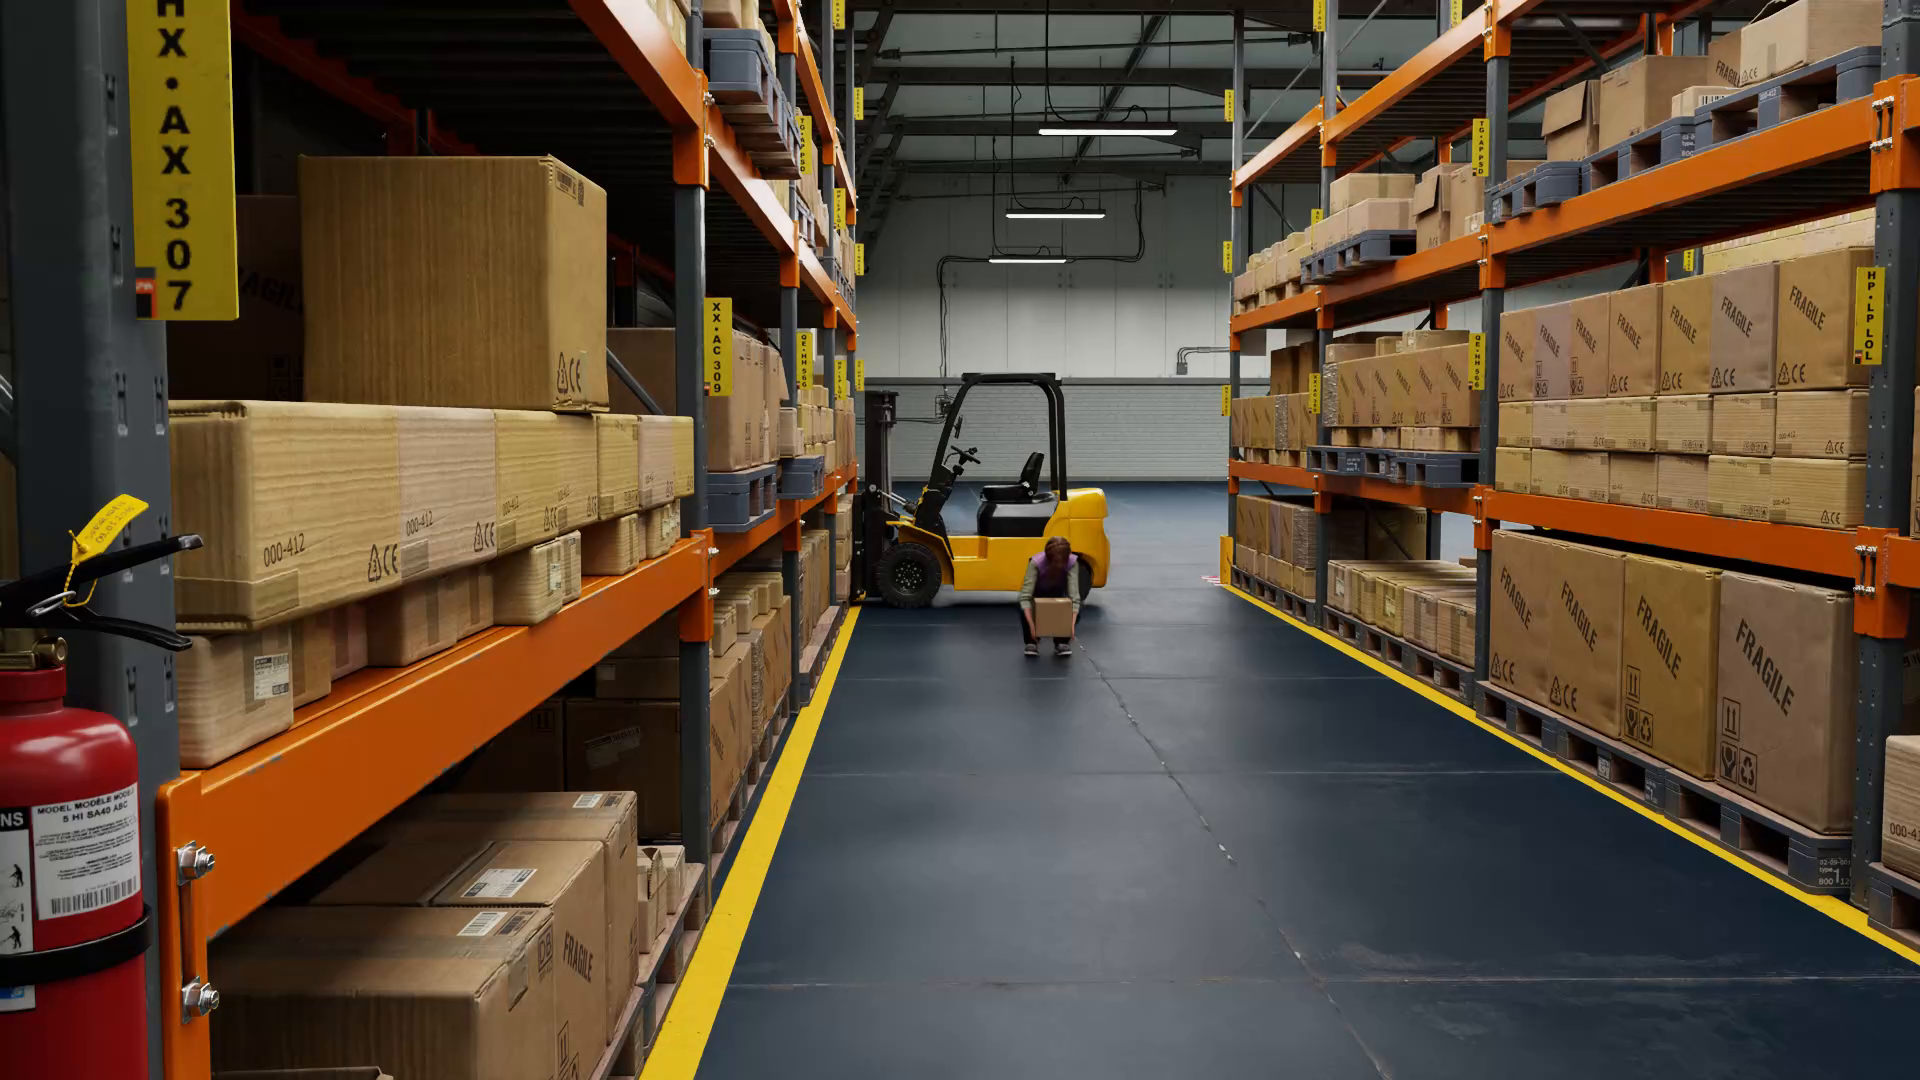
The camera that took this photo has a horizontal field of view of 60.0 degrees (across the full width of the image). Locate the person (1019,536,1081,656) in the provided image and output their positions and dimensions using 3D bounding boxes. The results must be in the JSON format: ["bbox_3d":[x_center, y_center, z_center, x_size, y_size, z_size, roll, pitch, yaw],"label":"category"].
[{"bbox_3d":[0.640,0.405,12.020,0.451,0.895,0.807,0,4,-1],"label":"person"}]
